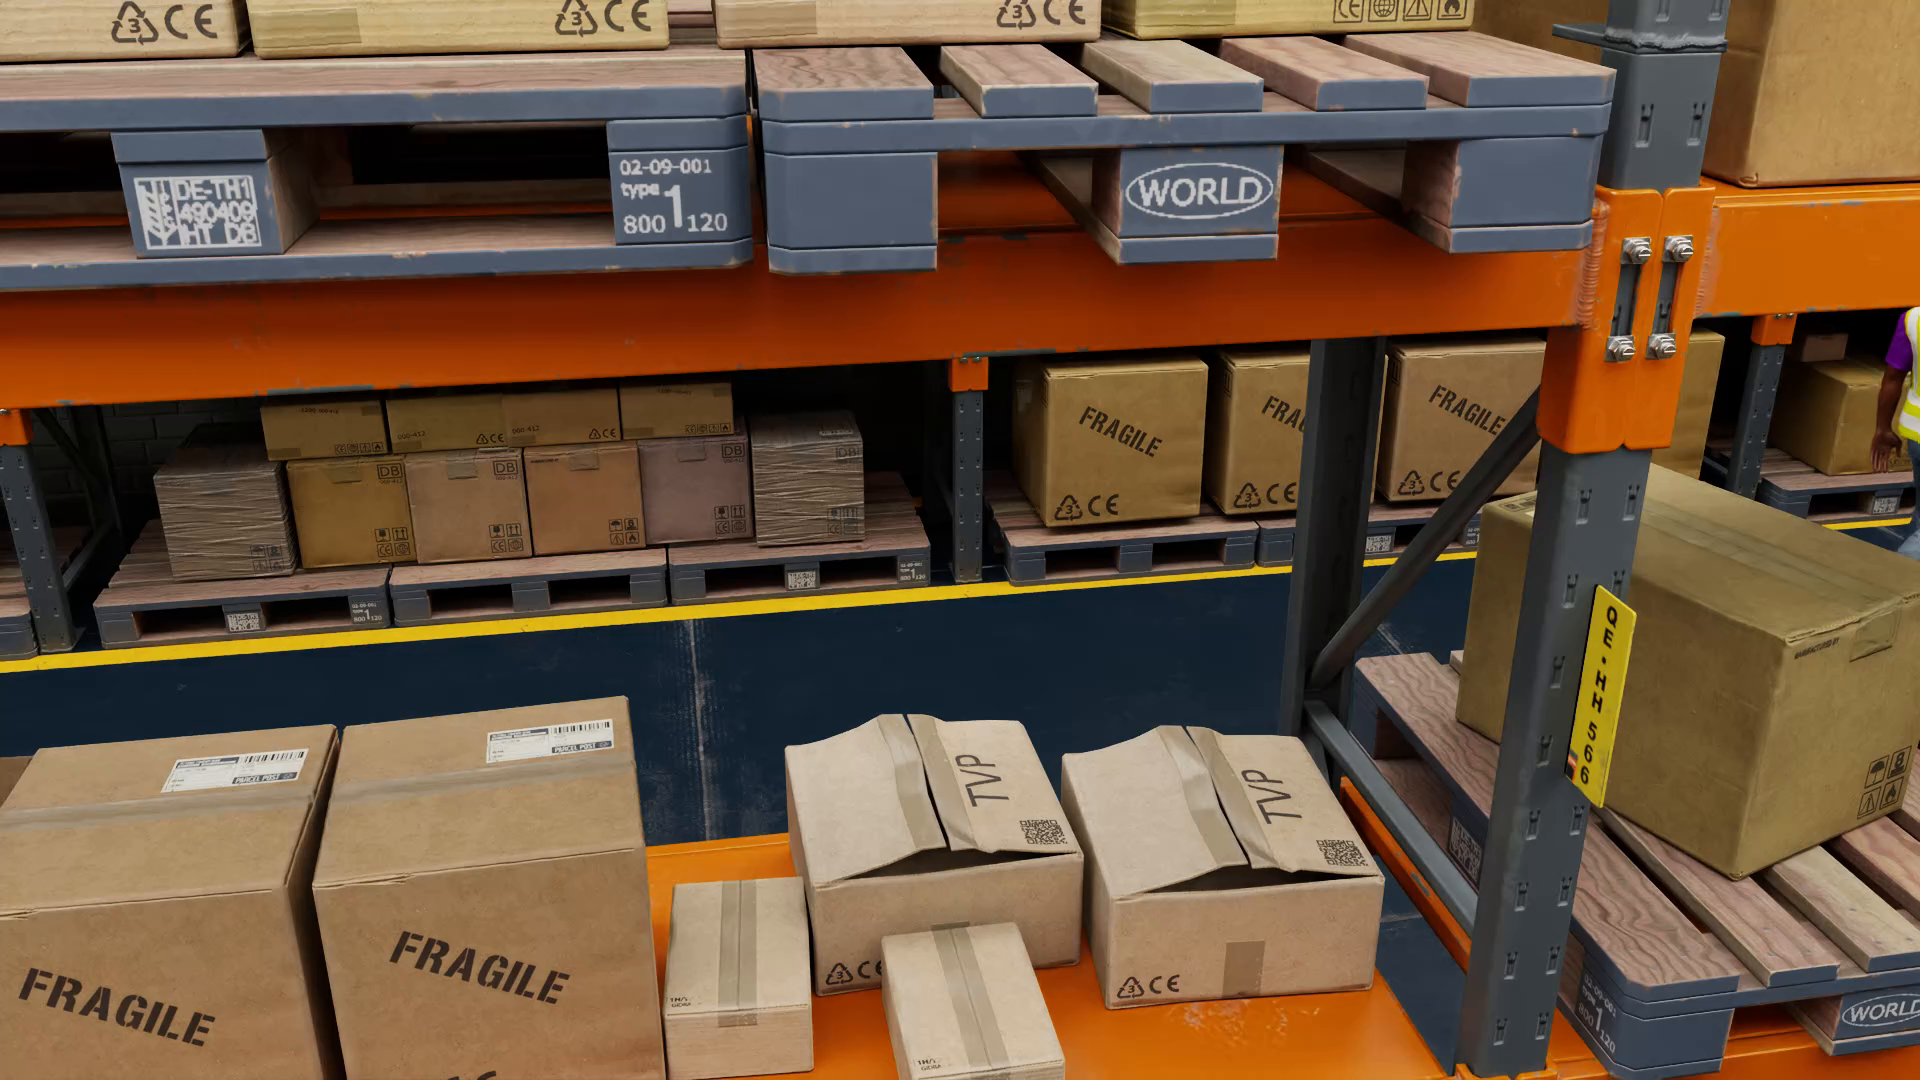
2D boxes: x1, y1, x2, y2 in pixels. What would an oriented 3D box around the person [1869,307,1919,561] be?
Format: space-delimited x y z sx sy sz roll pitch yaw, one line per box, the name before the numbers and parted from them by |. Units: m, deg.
person | 4.303 -0.452 7.135 0.941 1.729 0.573 -10 25 -21
